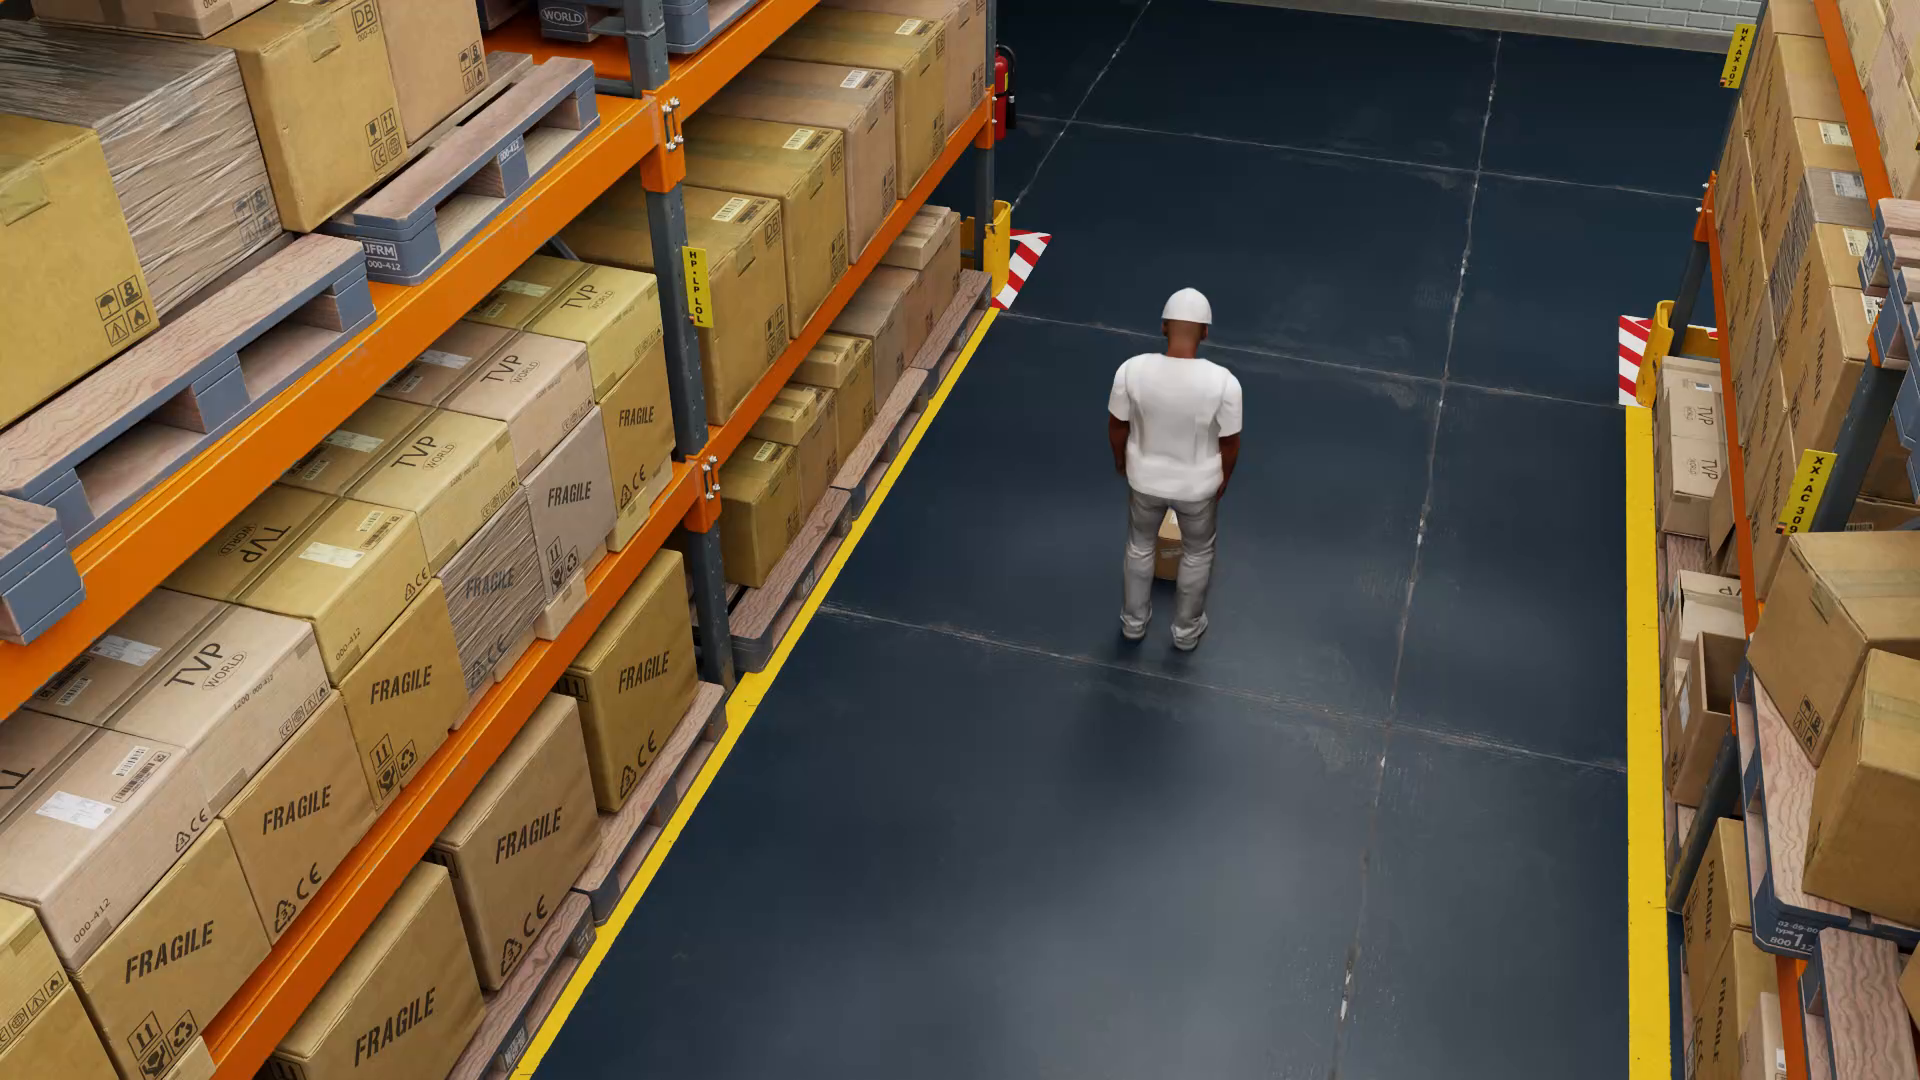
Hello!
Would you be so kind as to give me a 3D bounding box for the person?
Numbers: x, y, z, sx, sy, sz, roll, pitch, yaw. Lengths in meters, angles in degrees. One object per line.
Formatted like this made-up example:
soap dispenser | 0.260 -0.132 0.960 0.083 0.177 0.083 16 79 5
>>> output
person | 0.925 -0.292 7.283 0.578 1.746 0.396 11 38 15
